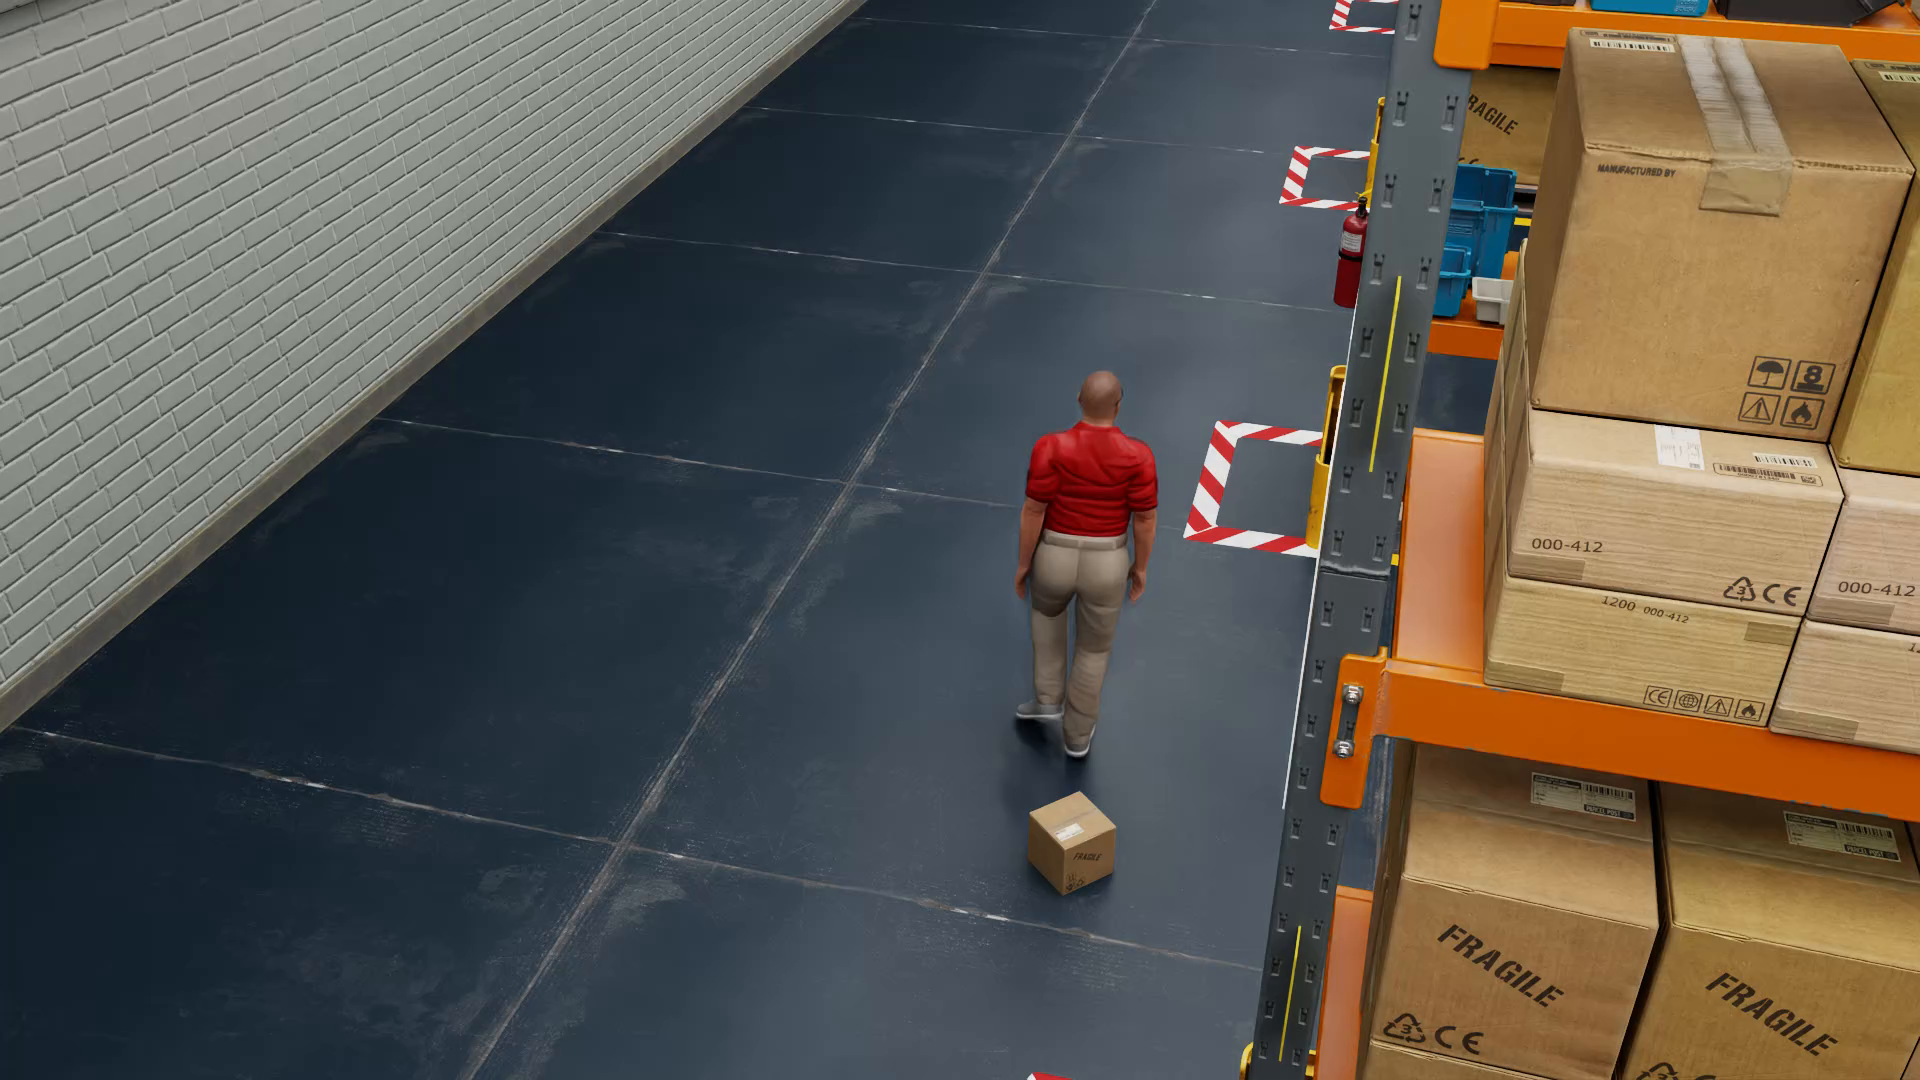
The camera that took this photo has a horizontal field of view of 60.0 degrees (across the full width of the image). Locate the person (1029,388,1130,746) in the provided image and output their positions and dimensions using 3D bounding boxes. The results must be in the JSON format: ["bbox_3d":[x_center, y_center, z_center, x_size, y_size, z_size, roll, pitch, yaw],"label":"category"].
[{"bbox_3d":[0.497,0.112,6.970,0.425,1.539,0.483,5,33,8],"label":"person"}]
